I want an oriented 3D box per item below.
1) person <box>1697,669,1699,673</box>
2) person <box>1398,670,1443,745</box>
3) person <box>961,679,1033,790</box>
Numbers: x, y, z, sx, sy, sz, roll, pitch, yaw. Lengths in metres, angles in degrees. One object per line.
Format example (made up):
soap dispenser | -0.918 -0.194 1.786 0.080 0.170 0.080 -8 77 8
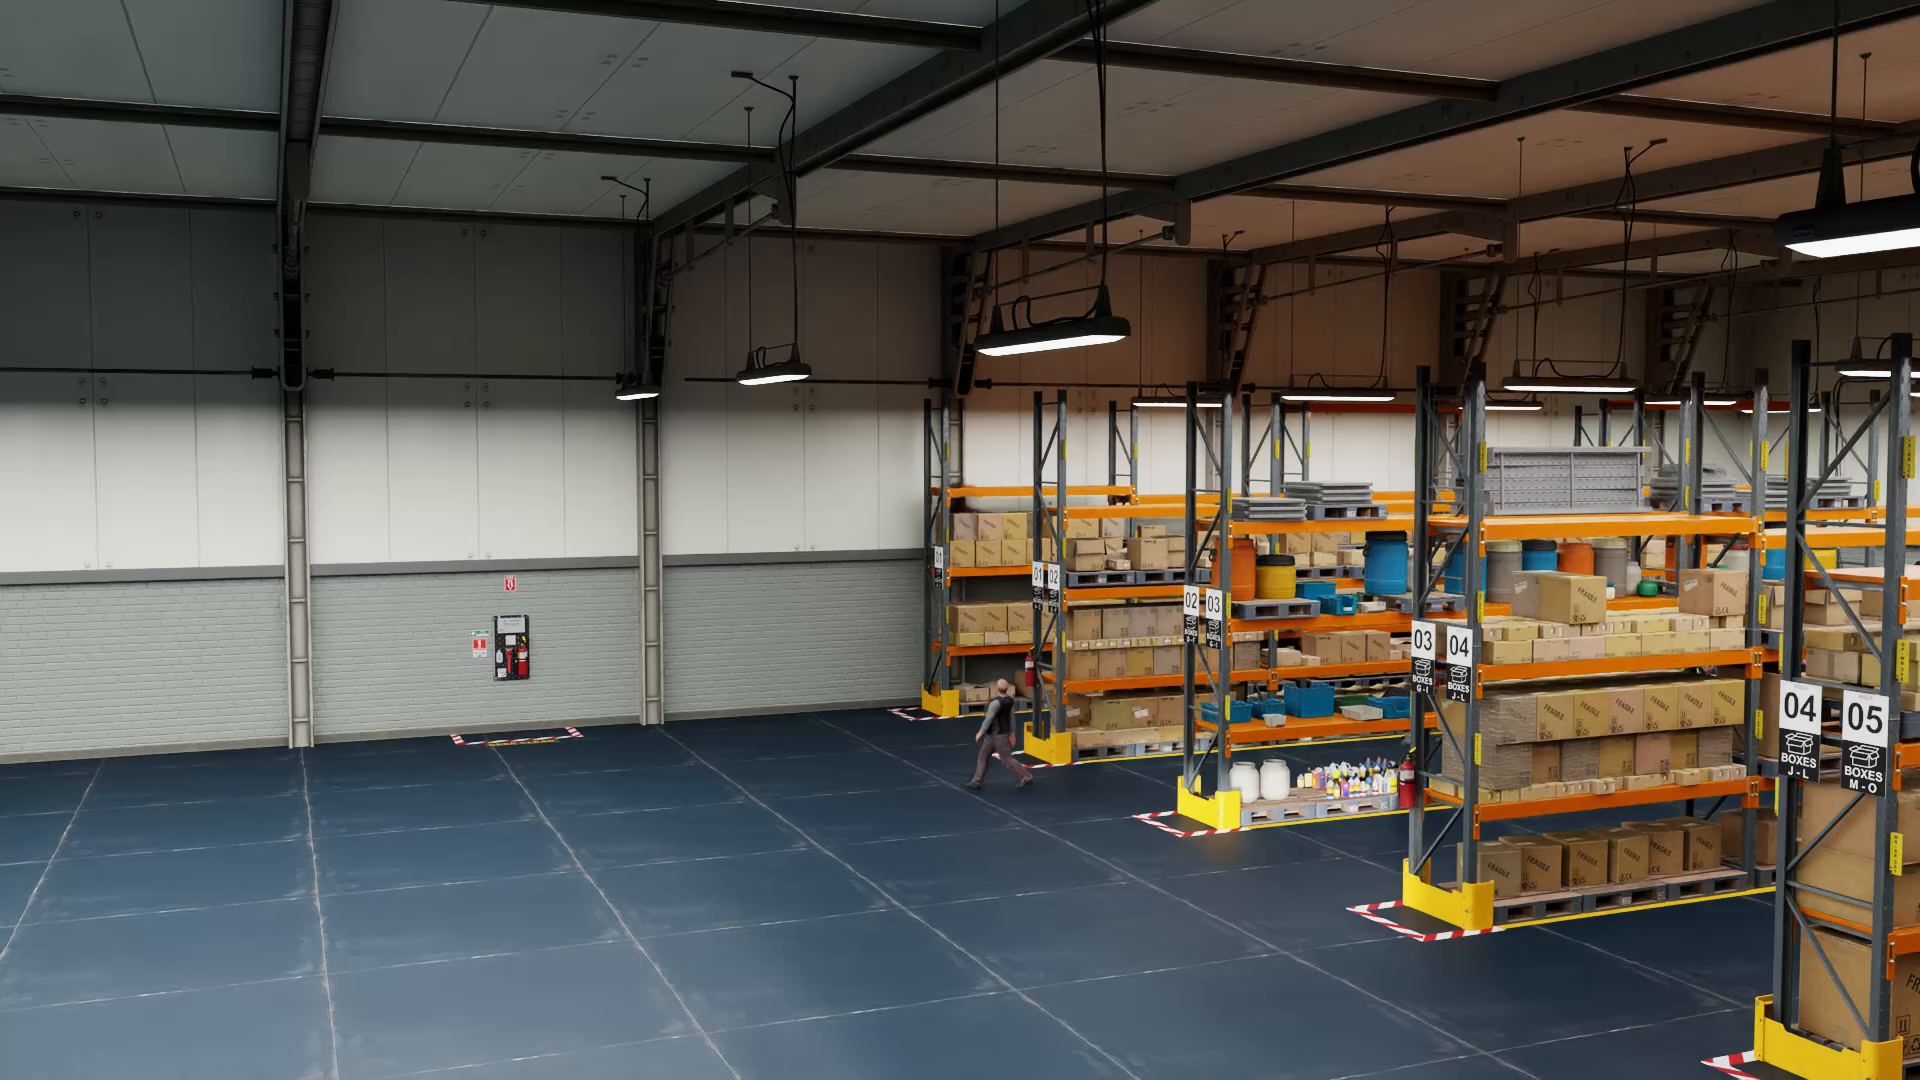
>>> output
person | 12.433 2.684 28.356 0.976 1.615 0.467 -1 4 -23
person | 8.004 2.667 28.407 0.985 1.719 0.551 -1 4 -22
person | 0.551 2.883 24.581 1.054 1.677 0.500 0 3 -5
